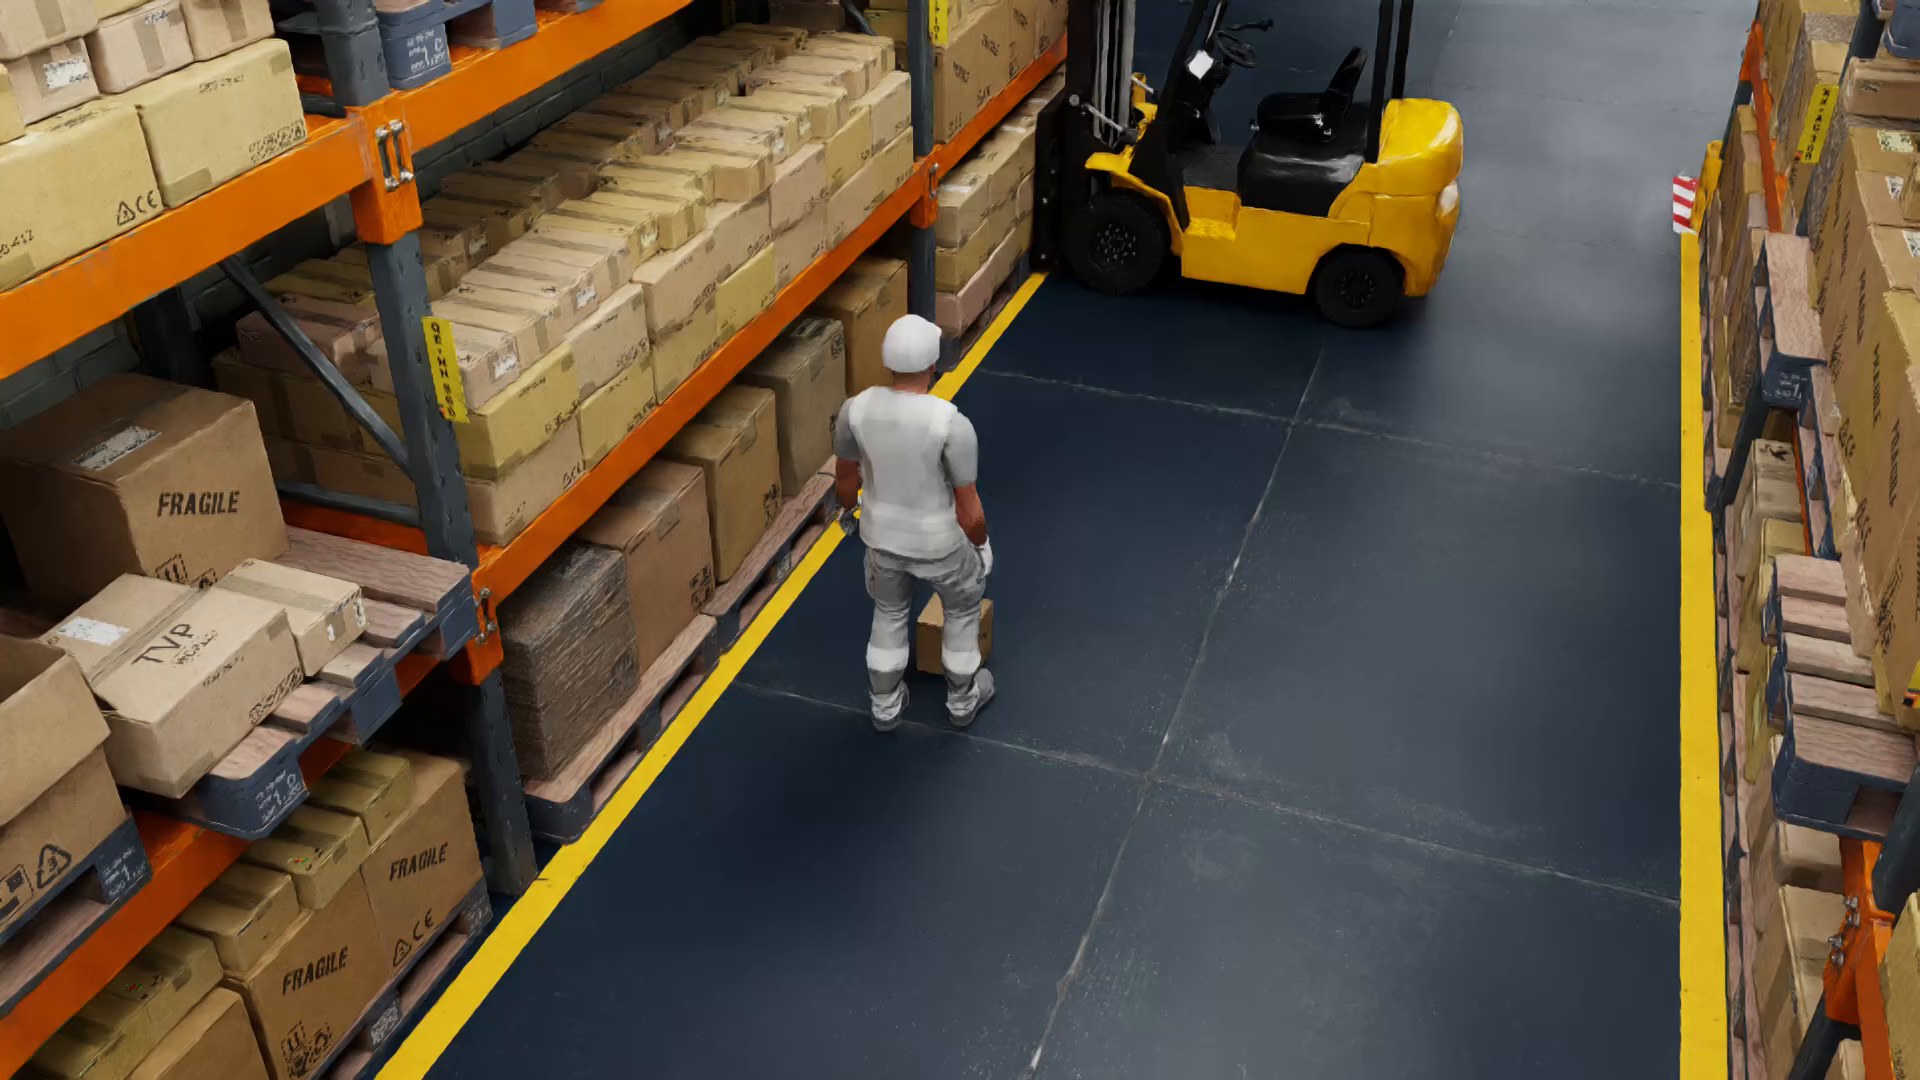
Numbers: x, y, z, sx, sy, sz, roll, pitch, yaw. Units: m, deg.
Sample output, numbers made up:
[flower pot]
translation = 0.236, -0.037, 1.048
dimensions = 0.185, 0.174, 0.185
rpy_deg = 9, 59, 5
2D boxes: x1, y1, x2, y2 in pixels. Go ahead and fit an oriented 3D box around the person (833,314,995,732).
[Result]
[person]
translation = -0.159, -0.058, 6.232
dimensions = 0.649, 1.773, 0.484
rpy_deg = 12, 35, 17
